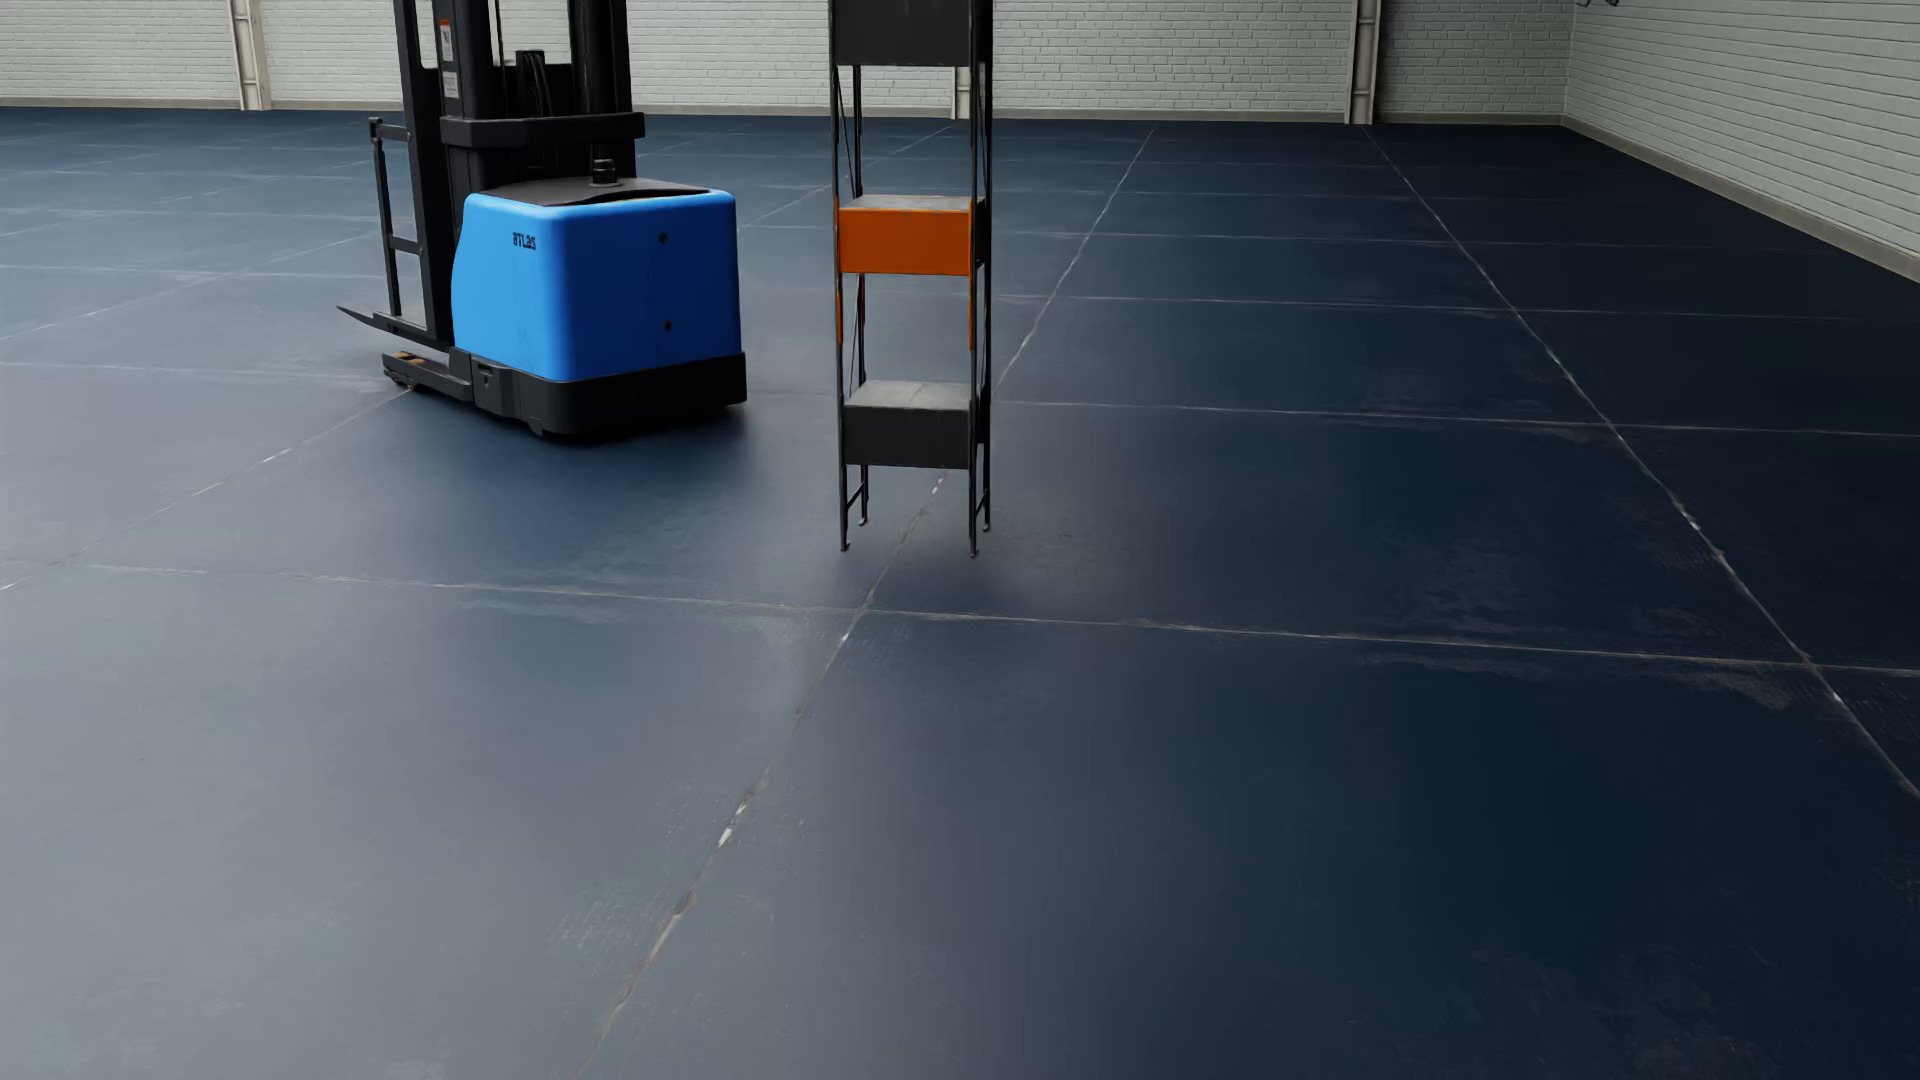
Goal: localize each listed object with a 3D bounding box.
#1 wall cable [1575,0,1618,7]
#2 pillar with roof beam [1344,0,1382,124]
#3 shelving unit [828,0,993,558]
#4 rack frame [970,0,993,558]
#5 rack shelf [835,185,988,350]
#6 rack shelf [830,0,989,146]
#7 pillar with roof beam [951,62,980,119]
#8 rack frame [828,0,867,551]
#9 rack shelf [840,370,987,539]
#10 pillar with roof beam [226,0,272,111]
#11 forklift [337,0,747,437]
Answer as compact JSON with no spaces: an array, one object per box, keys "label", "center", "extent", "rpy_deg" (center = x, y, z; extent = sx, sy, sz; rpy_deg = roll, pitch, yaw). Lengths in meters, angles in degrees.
[{"label":"wall cable","center":[8.710,-8.524,22.491],"extent":[0.112,2.526,3.097],"rpy_deg":[3,19,9]},{"label":"pillar with roof beam","center":[5.328,-9.211,19.649],"extent":[0.400,9.000,9.100],"rpy_deg":[3,19,9]},{"label":"shelving unit","center":[-0.163,-1.004,5.995],"extent":[0.503,2.100,0.431],"rpy_deg":[3,19,9]},{"label":"rack frame","center":[0.077,-0.992,5.958],"extent":[0.015,2.100,0.400],"rpy_deg":[3,19,9]},{"label":"rack shelf","center":[-0.163,-0.991,5.999],"extent":[0.480,0.518,0.431],"rpy_deg":[3,19,9]},{"label":"rack shelf","center":[-0.163,-1.655,5.777],"extent":[0.480,0.518,0.431],"rpy_deg":[3,19,9]},{"label":"pillar with roof beam","center":[-0.596,-9.513,20.551],"extent":[0.400,9.000,9.100],"rpy_deg":[3,19,9]},{"label":"rack frame","center":[-0.404,-1.016,6.032],"extent":[0.015,2.100,0.400],"rpy_deg":[3,19,9]},{"label":"rack shelf","center":[-0.163,-0.327,6.221],"extent":[0.480,0.518,0.431],"rpy_deg":[3,19,9]},{"label":"pillar with roof beam","center":[-12.444,-10.116,22.356],"extent":[0.400,9.000,9.100],"rpy_deg":[3,19,9]},{"label":"forklift","center":[-2.389,-2.257,8.431],"extent":[1.130,2.935,3.031],"rpy_deg":[-15,24,-39]}]
